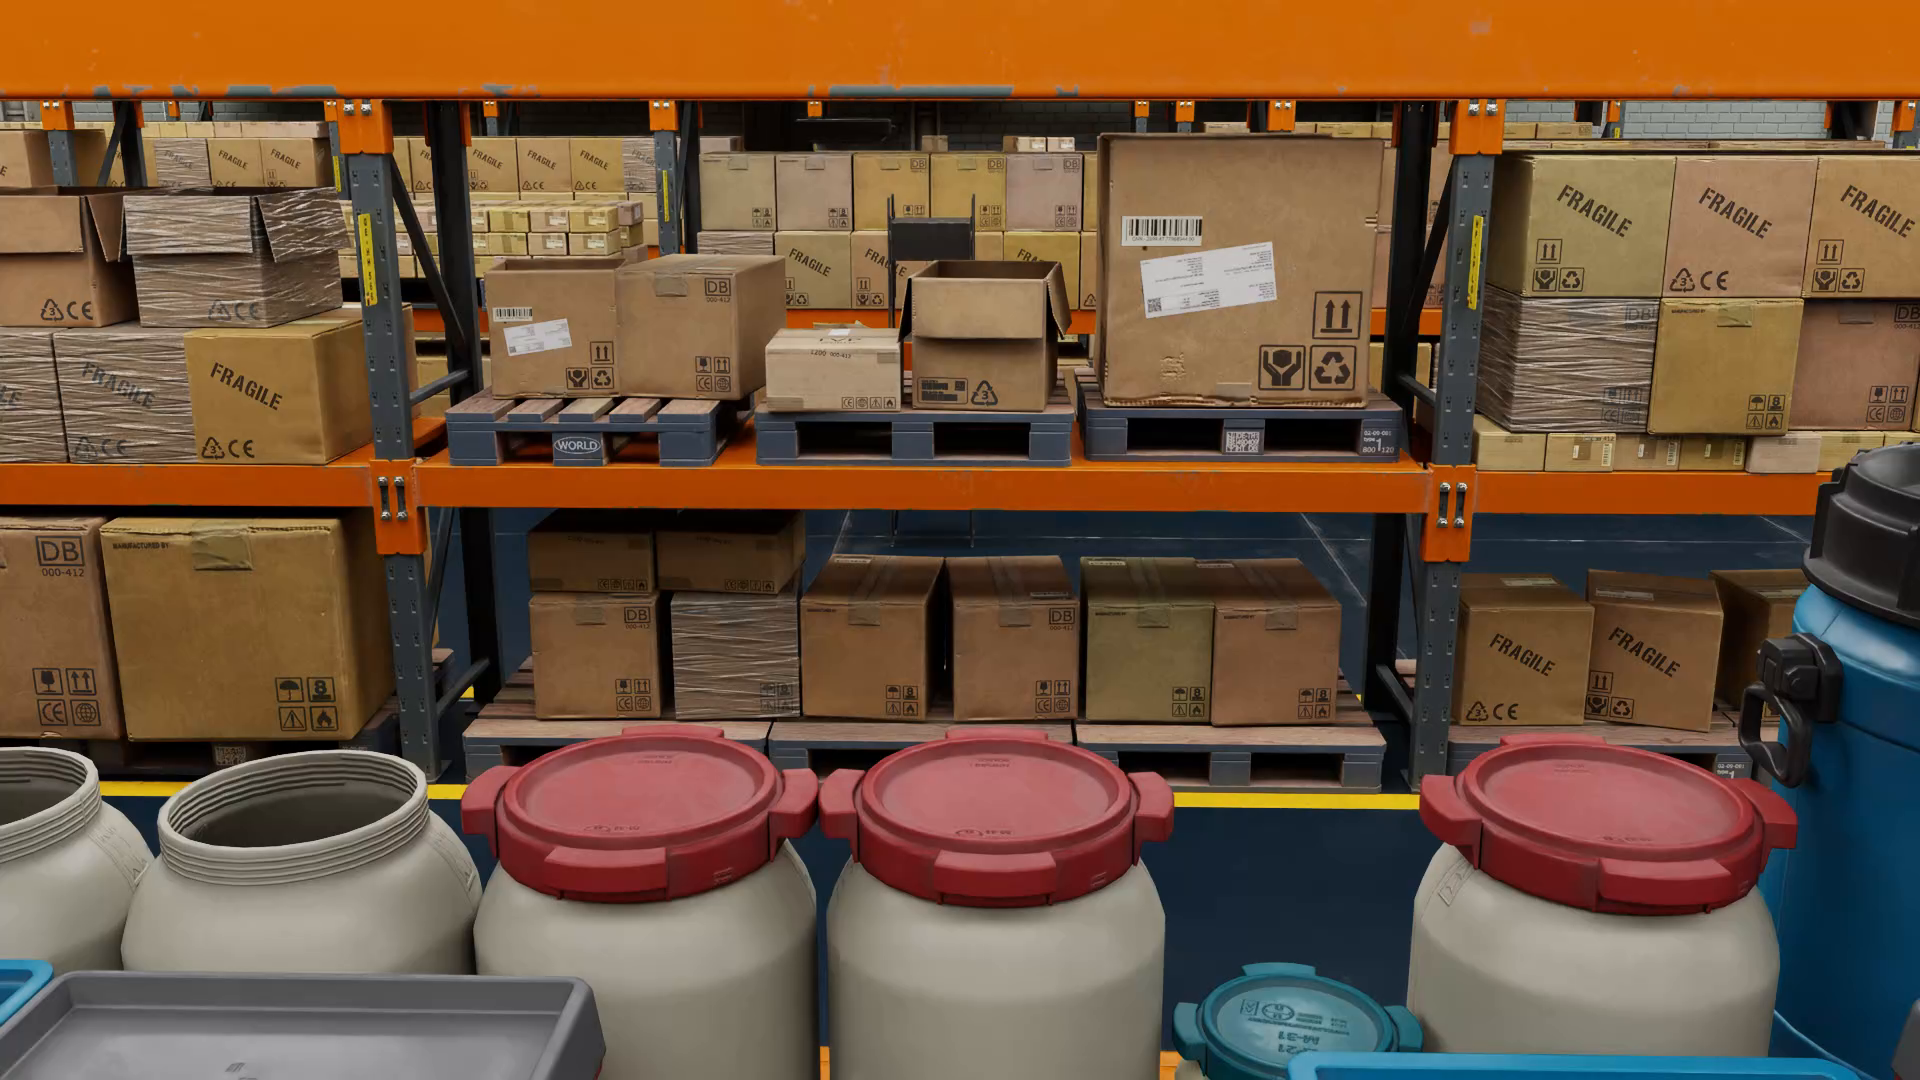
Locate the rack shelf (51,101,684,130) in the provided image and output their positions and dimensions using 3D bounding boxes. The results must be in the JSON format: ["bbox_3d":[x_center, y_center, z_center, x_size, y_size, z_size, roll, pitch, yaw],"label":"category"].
[{"bbox_3d":[-3.916,-2.981,11.288,4.000,0.370,1.077,0,15,1],"label":"rack shelf"}]

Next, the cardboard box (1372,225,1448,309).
[{"bbox_3d":[3.002,-1.915,11.423,0.550,0.550,0.875,0,15,1],"label":"cardboard box"}]

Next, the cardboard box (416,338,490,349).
[{"bbox_3d":[-3.601,-1.298,11.988,0.500,0.250,0.500,0,15,2],"label":"cardboard box"}]

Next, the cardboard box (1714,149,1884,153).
[{"bbox_3d":[3.311,-1.311,6.691,0.500,0.500,0.500,0,15,1],"label":"cardboard box"}]

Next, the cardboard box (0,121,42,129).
[{"bbox_3d":[-9.020,-3.938,15.960,0.250,0.149,0.380,1,15,3],"label":"cardboard box"}]

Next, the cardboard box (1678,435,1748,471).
[{"bbox_3d":[2.812,-0.377,6.380,0.250,0.149,0.380,0,15,1],"label":"cardboard box"}]

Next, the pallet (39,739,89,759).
[{"bbox_3d":[-4.147,0.714,7.219,1.213,0.211,1.003,0,15,1],"label":"pallet"}]

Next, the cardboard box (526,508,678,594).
[{"bbox_3d":[-1.474,0.029,6.918,0.500,0.250,0.500,1,15,4],"label":"cardboard box"}]

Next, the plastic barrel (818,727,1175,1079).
[{"bbox_3d":[0.044,0.556,2.088,0.433,0.535,0.433,0,15,0],"label":"plastic barrel"}]

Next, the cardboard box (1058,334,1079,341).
[{"bbox_3d":[0.864,-2.041,16.525,0.625,0.372,0.950,1,15,5],"label":"cardboard box"}]

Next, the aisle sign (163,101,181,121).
[{"bbox_3d":[-9.841,-5.629,20.699,0.004,0.787,0.394,0,15,1],"label":"aisle sign"}]

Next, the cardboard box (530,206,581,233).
[{"bbox_3d":[-2.669,-2.123,11.010,0.250,0.149,0.380,0,15,1],"label":"cardboard box"}]

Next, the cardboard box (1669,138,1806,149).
[{"bbox_3d":[5.159,-2.400,11.146,0.550,0.550,0.875,0,15,1],"label":"cardboard box"}]

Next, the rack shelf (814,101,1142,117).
[{"bbox_3d":[0.231,-5.484,20.775,4.000,0.370,1.077,0,15,1],"label":"rack shelf"}]

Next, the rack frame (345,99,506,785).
[{"bbox_3d":[-2.144,-0.601,6.738,0.127,3.000,1.000,0,15,1],"label":"rack frame"}]

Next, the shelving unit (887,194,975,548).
[{"bbox_3d":[-0.165,-1.016,10.076,0.503,2.100,0.431,0,15,1],"label":"shelving unit"}]

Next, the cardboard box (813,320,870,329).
[{"bbox_3d":[-0.470,-0.797,6.921,0.258,0.266,0.396,0,15,0],"label":"cardboard box"}]

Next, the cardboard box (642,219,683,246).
[{"bbox_3d":[-2.914,-2.992,16.095,0.500,0.250,0.500,1,15,2],"label":"cardboard box"}]

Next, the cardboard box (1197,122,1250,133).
[{"bbox_3d":[2.542,-3.720,15.820,0.500,0.500,0.700,0,15,1],"label":"cardboard box"}]

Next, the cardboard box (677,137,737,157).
[{"bbox_3d":[-2.415,-3.597,15.937,0.500,0.500,0.500,0,15,0],"label":"cardboard box"}]

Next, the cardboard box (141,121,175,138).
[{"bbox_3d":[-7.728,-3.943,15.977,0.250,0.149,0.380,0,15,1],"label":"cardboard box"}]

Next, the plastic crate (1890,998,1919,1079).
[{"bbox_3d":[1.236,0.732,1.560,0.583,0.464,0.402,0,15,1],"label":"plastic crate"}]

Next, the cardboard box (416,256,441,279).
[{"bbox_3d":[-3.445,-1.840,11.105,0.250,0.149,0.380,0,15,-1],"label":"cardboard box"}]

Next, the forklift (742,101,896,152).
[{"bbox_3d":[-1.020,-2.415,13.750,3.031,2.935,1.130,-1,15,-2],"label":"forklift"}]

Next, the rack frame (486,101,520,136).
[{"bbox_3d":[-5.767,-4.420,21.214,0.127,3.000,1.000,0,15,1],"label":"rack frame"}]

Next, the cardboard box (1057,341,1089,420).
[{"bbox_3d":[0.495,-0.943,11.620,0.750,0.750,1.050,0,15,1],"label":"cardboard box"}]

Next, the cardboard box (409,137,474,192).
[{"bbox_3d":[-4.948,-3.614,16.001,0.500,0.500,0.500,0,15,1],"label":"cardboard box"}]

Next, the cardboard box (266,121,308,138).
[{"bbox_3d":[-6.467,-3.950,16.004,0.250,0.149,0.380,1,15,3],"label":"cardboard box"}]

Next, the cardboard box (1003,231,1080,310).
[{"bbox_3d":[0.543,-1.829,11.198,0.500,0.500,0.500,1,15,2],"label":"cardboard box"}]

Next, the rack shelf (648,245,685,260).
[{"bbox_3d":[-3.890,-2.793,16.458,4.000,0.370,1.077,0,15,1],"label":"rack shelf"}]

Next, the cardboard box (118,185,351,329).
[{"bbox_3d":[-2.875,-1.143,6.631,0.637,0.503,0.797,1,15,3],"label":"cardboard box"}]

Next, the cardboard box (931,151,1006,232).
[{"bbox_3d":[0.061,-2.383,11.335,0.500,0.500,0.700,0,15,1],"label":"cardboard box"}]

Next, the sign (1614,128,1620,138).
[{"bbox_3d":[6.072,-3.647,15.395,0.005,0.325,0.100,0,15,1],"label":"sign"}]

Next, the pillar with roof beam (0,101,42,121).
[{"bbox_3d":[-12.548,-6.497,17.324,0.400,9.000,9.100,0,15,1],"label":"pillar with roof beam"}]

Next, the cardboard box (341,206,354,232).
[{"bbox_3d":[-3.971,-2.132,11.043,0.250,0.149,0.380,1,15,3],"label":"cardboard box"}]

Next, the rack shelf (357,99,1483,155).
[{"bbox_3d":[-0.145,-1.691,6.398,4.000,0.370,1.077,0,15,1],"label":"rack shelf"}]

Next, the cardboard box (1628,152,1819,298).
[{"bbox_3d":[2.798,-1.180,6.193,0.500,0.500,0.500,0,15,1],"label":"cardboard box"}]

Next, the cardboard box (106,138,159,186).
[{"bbox_3d":[-7.886,-3.630,16.064,0.500,0.500,0.500,0,15,2],"label":"cardboard box"}]

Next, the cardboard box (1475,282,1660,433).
[{"bbox_3d":[2.303,-0.748,6.518,0.500,0.500,0.875,0,15,1],"label":"cardboard box"}]

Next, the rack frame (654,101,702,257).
[{"bbox_3d":[-1.917,-1.865,11.530,0.127,3.000,1.000,0,15,1],"label":"rack frame"}]

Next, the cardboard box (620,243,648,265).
[{"bbox_3d":[-2.359,-2.001,11.714,0.250,0.149,0.380,0,15,1],"label":"cardboard box"}]

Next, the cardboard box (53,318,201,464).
[{"bbox_3d":[-3.142,-0.594,6.516,0.500,0.500,0.500,0,15,1],"label":"cardboard box"}]

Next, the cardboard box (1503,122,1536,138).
[{"bbox_3d":[5.084,-3.705,15.763,0.500,0.500,0.700,1,15,2],"label":"cardboard box"}]

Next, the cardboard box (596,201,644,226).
[{"bbox_3d":[-2.378,-2.287,11.631,0.250,0.149,0.380,0,15,2],"label":"cardboard box"}]

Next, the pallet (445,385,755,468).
[{"bbox_3d":[-1.429,-0.531,6.848,1.003,0.211,1.213,0,15,1],"label":"pallet"}]

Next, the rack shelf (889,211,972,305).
[{"bbox_3d":[-0.165,-1.680,9.901,0.480,0.518,0.431,0,15,1],"label":"rack shelf"}]

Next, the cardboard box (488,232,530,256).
[{"bbox_3d":[-2.952,-1.980,11.051,0.250,0.149,0.380,1,15,3],"label":"cardboard box"}]

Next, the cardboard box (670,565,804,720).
[{"bbox_3d":[-0.919,0.395,7.002,0.500,0.500,0.700,-1,15,-3],"label":"cardboard box"}]

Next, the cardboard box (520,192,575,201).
[{"bbox_3d":[-3.926,-3.240,16.053,0.500,0.250,0.500,0,15,0],"label":"cardboard box"}]

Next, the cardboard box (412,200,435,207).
[{"bbox_3d":[-3.688,-2.295,11.662,0.250,0.149,0.380,1,15,3],"label":"cardboard box"}]

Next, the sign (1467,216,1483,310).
[{"bbox_3d":[1.844,-0.993,5.955,0.005,0.325,0.100,0,15,1],"label":"sign"}]
